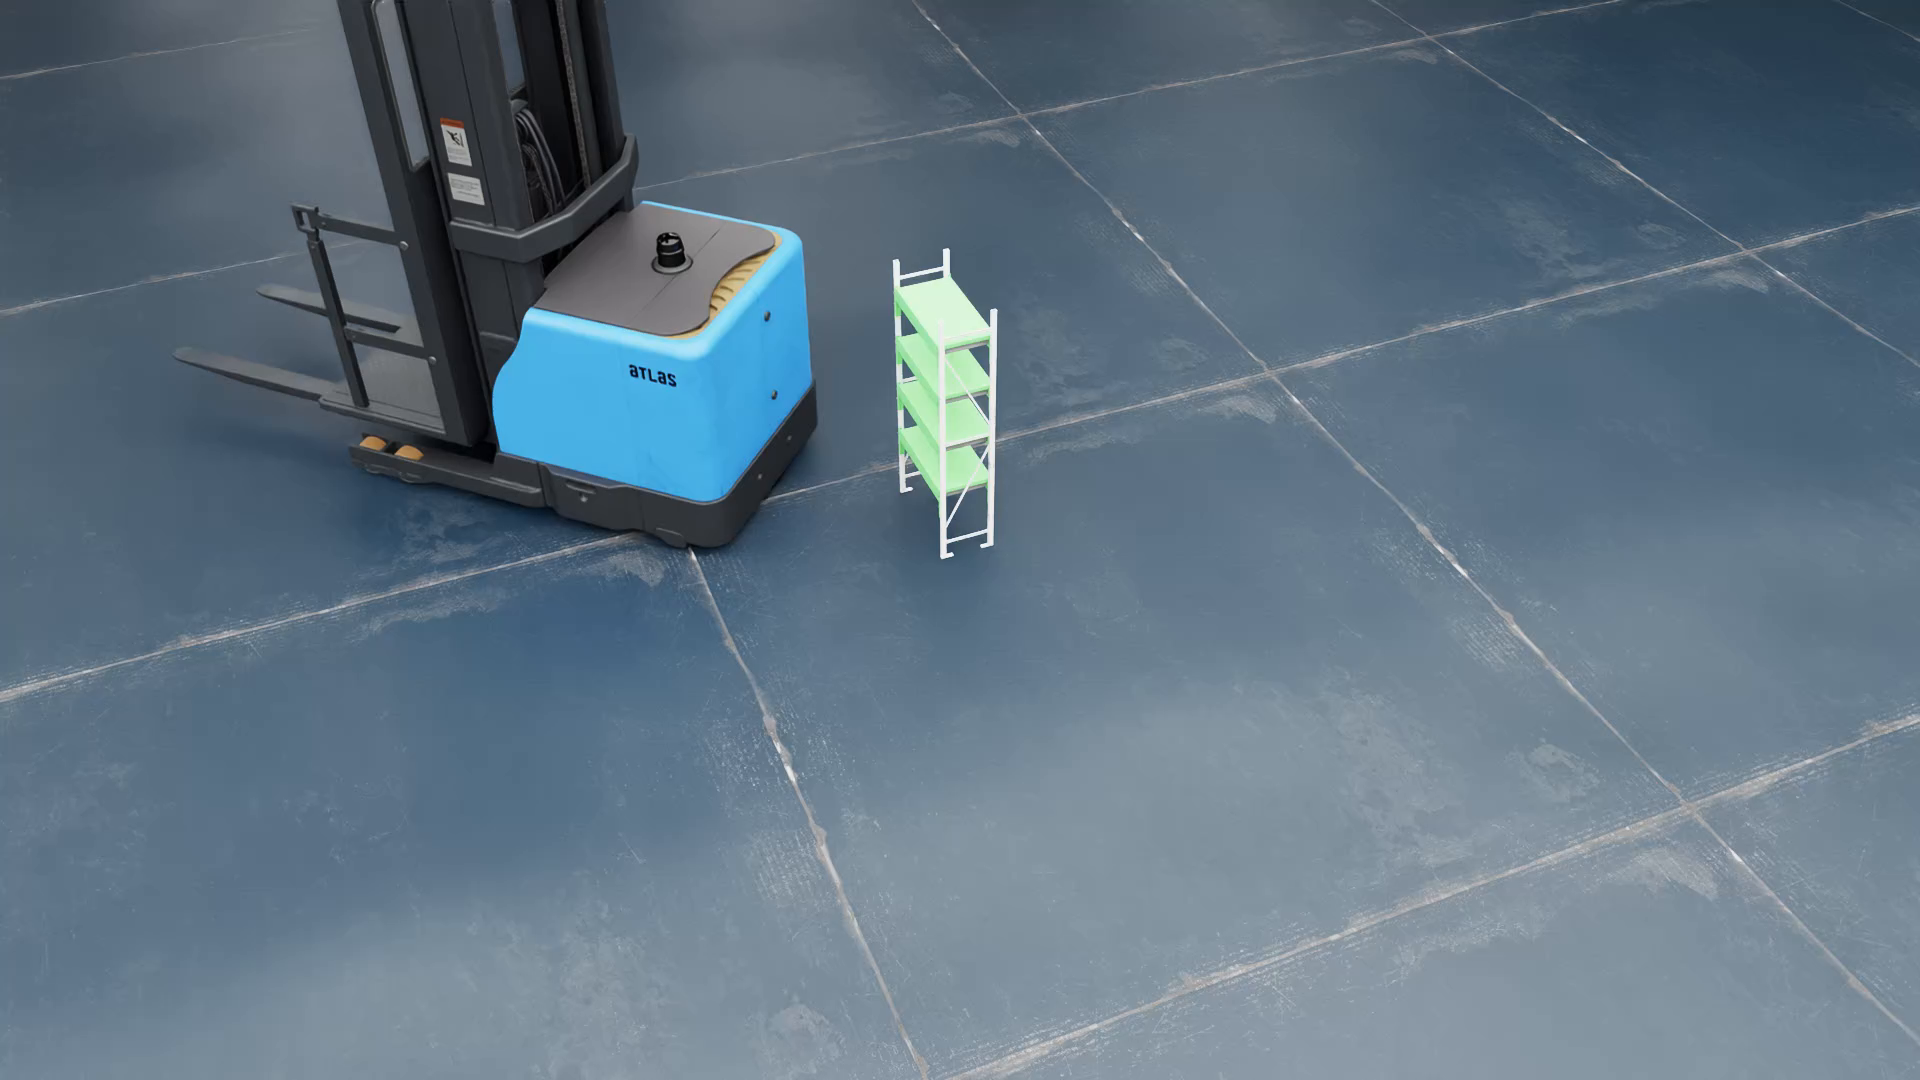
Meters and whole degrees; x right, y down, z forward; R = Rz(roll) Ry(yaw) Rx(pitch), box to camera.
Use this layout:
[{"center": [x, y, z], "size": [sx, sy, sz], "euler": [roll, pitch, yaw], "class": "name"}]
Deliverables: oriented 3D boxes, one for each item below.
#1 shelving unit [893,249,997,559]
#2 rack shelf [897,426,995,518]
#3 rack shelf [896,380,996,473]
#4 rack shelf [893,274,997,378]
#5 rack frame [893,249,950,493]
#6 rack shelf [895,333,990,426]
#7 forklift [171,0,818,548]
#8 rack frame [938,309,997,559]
[{"center": [-0.063, -0.555, 6.975], "size": [0.258, 1.200, 0.503], "euler": [-15, 43, -17], "class": "shelving unit"}, {"center": [-0.063, -0.324, 7.173], "size": [0.258, 0.148, 0.480], "euler": [-15, 43, -17], "class": "rack shelf"}, {"center": [-0.063, -0.506, 7.016], "size": [0.258, 0.148, 0.480], "euler": [-15, 43, -17], "class": "rack shelf"}, {"center": [-0.063, -0.870, 6.703], "size": [0.258, 0.148, 0.480], "euler": [-15, 43, -17], "class": "rack shelf"}, {"center": [-0.157, -0.702, 7.146], "size": [0.240, 1.200, 0.015], "euler": [-15, 43, -17], "class": "rack frame"}, {"center": [-0.063, -0.688, 6.860], "size": [0.258, 0.148, 0.480], "euler": [-15, 43, -17], "class": "rack shelf"}, {"center": [-2.235, -1.677, 6.952], "size": [3.031, 2.935, 1.130], "euler": [14, 43, 16], "class": "forklift"}, {"center": [0.030, -0.408, 6.804], "size": [0.240, 1.200, 0.015], "euler": [-15, 43, -17], "class": "rack frame"}]
